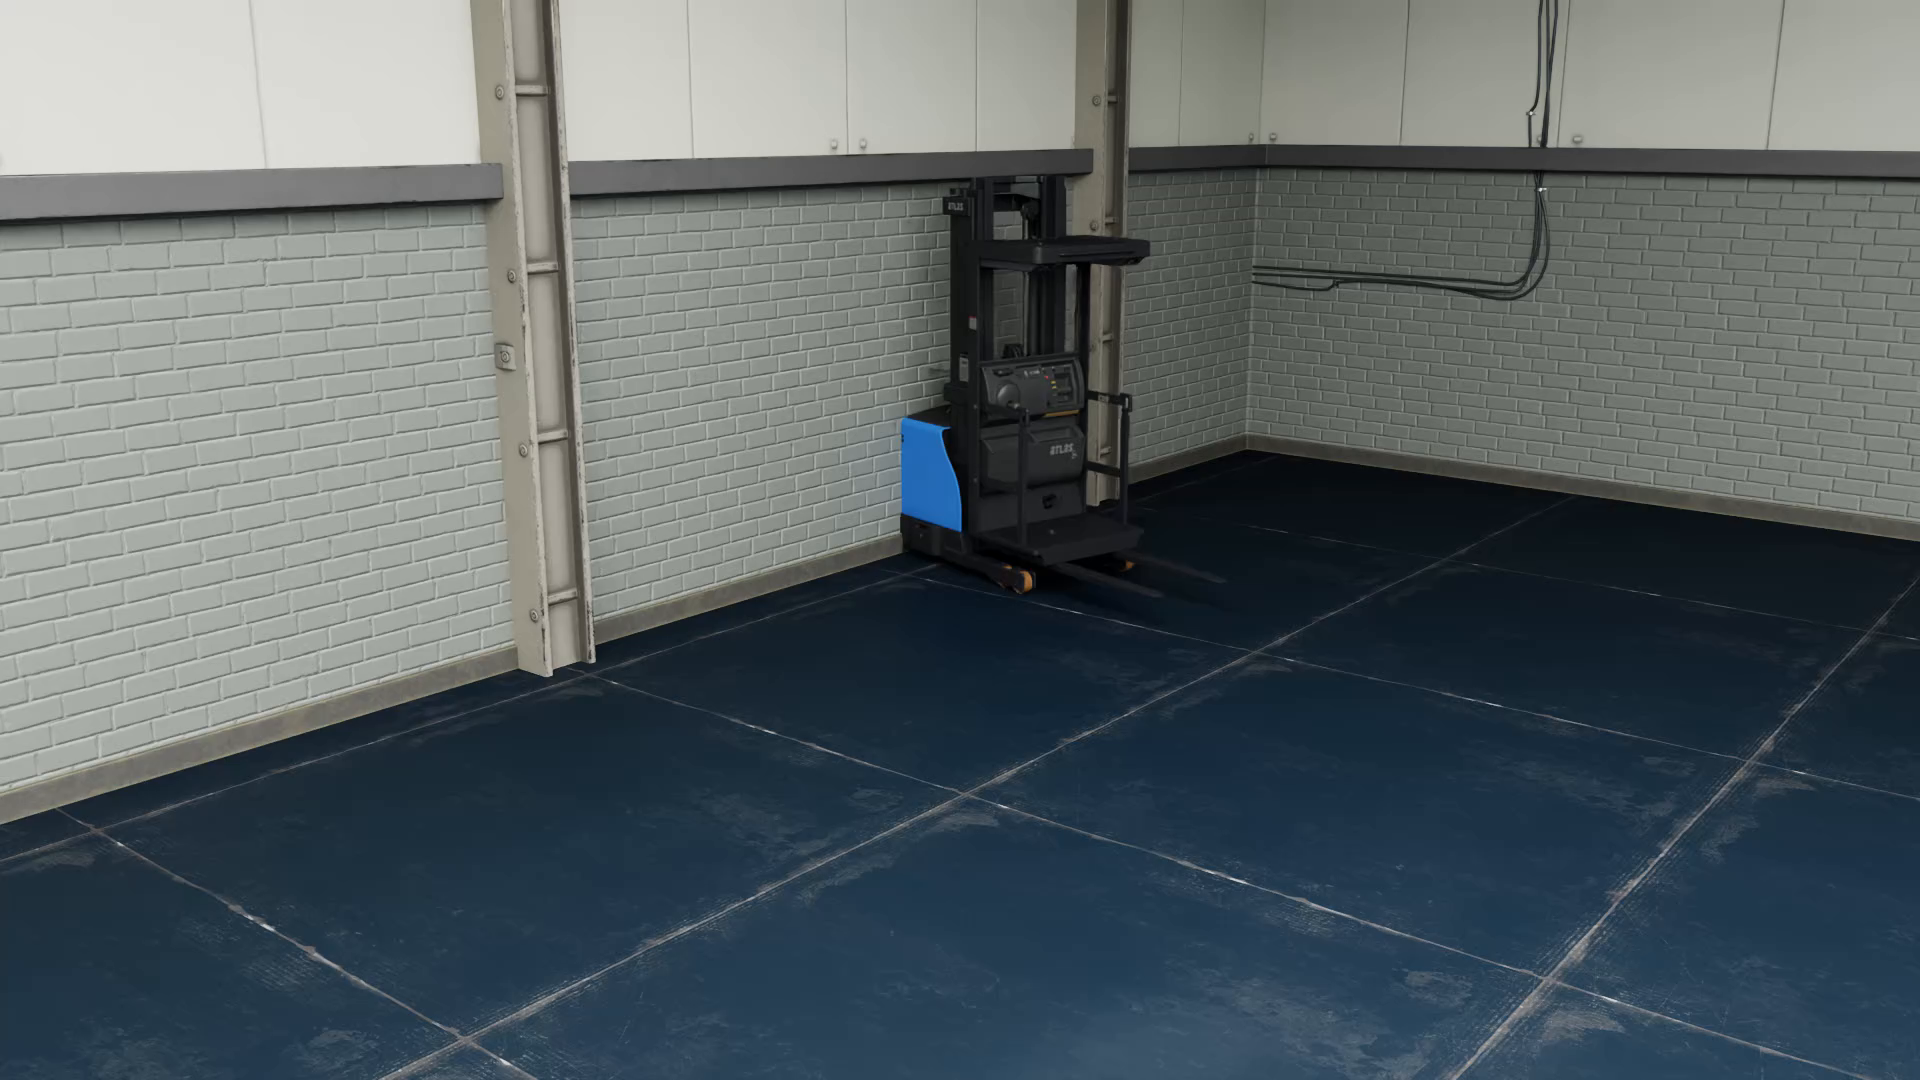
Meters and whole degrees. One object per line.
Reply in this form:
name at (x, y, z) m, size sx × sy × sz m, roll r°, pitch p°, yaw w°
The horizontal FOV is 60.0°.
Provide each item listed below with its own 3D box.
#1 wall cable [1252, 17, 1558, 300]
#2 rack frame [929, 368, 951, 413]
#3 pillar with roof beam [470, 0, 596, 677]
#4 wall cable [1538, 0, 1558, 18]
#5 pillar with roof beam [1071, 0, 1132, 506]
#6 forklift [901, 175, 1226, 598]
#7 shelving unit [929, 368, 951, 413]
wall cable at (4.096, -3.578, 15.738) m, size 3.097 × 2.526 × 0.112 m, roll 11°, pitch 18°, yaw 38°
rack frame at (-0.115, -0.691, 13.170) m, size 0.032 × 1.500 × 0.500 m, roll -10°, pitch 17°, yaw -43°
pillar with roof beam at (0.793, -2.908, 6.795) m, size 9.100 × 9.000 × 0.400 m, roll 11°, pitch 18°, yaw 38°
wall cable at (6.200, -5.607, 13.469) m, size 3.097 × 2.526 × 0.112 m, roll 11°, pitch 18°, yaw 38°
pillar with roof beam at (4.564, -4.057, 11.318) m, size 9.100 × 9.000 × 0.400 m, roll 11°, pitch 18°, yaw 38°
forklift at (0.681, -1.168, 12.266) m, size 1.130 × 2.935 × 3.031 m, roll -11°, pitch 18°, yaw -36°
shelving unit at (0.241, -0.755, 13.513) m, size 1.083 × 1.500 × 0.587 m, roll -10°, pitch 17°, yaw -43°
